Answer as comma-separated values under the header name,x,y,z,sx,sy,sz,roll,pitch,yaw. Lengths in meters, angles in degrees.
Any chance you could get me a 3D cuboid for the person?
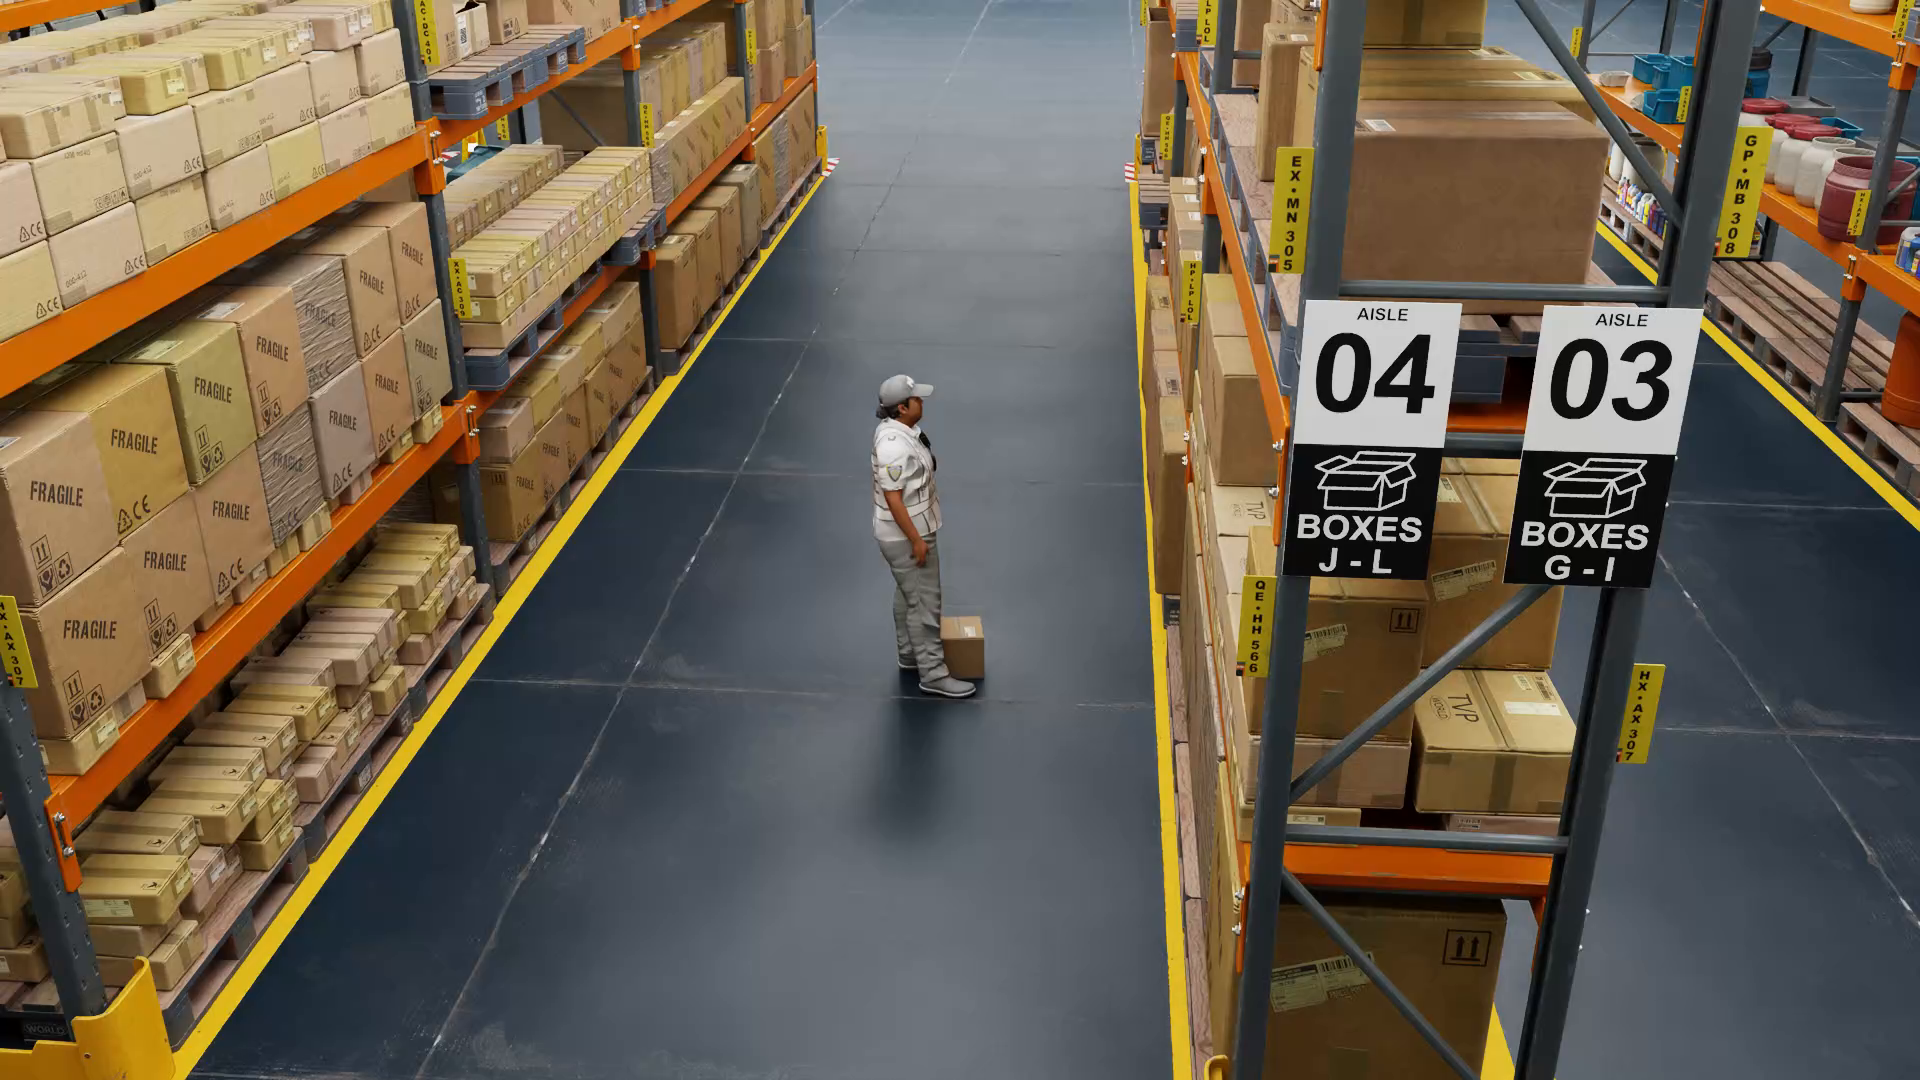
name,x,y,z,sx,sy,sz,roll,pitch,yaw
person,-0.189,-0.044,8.673,0.526,1.670,0.598,-1,25,-2
